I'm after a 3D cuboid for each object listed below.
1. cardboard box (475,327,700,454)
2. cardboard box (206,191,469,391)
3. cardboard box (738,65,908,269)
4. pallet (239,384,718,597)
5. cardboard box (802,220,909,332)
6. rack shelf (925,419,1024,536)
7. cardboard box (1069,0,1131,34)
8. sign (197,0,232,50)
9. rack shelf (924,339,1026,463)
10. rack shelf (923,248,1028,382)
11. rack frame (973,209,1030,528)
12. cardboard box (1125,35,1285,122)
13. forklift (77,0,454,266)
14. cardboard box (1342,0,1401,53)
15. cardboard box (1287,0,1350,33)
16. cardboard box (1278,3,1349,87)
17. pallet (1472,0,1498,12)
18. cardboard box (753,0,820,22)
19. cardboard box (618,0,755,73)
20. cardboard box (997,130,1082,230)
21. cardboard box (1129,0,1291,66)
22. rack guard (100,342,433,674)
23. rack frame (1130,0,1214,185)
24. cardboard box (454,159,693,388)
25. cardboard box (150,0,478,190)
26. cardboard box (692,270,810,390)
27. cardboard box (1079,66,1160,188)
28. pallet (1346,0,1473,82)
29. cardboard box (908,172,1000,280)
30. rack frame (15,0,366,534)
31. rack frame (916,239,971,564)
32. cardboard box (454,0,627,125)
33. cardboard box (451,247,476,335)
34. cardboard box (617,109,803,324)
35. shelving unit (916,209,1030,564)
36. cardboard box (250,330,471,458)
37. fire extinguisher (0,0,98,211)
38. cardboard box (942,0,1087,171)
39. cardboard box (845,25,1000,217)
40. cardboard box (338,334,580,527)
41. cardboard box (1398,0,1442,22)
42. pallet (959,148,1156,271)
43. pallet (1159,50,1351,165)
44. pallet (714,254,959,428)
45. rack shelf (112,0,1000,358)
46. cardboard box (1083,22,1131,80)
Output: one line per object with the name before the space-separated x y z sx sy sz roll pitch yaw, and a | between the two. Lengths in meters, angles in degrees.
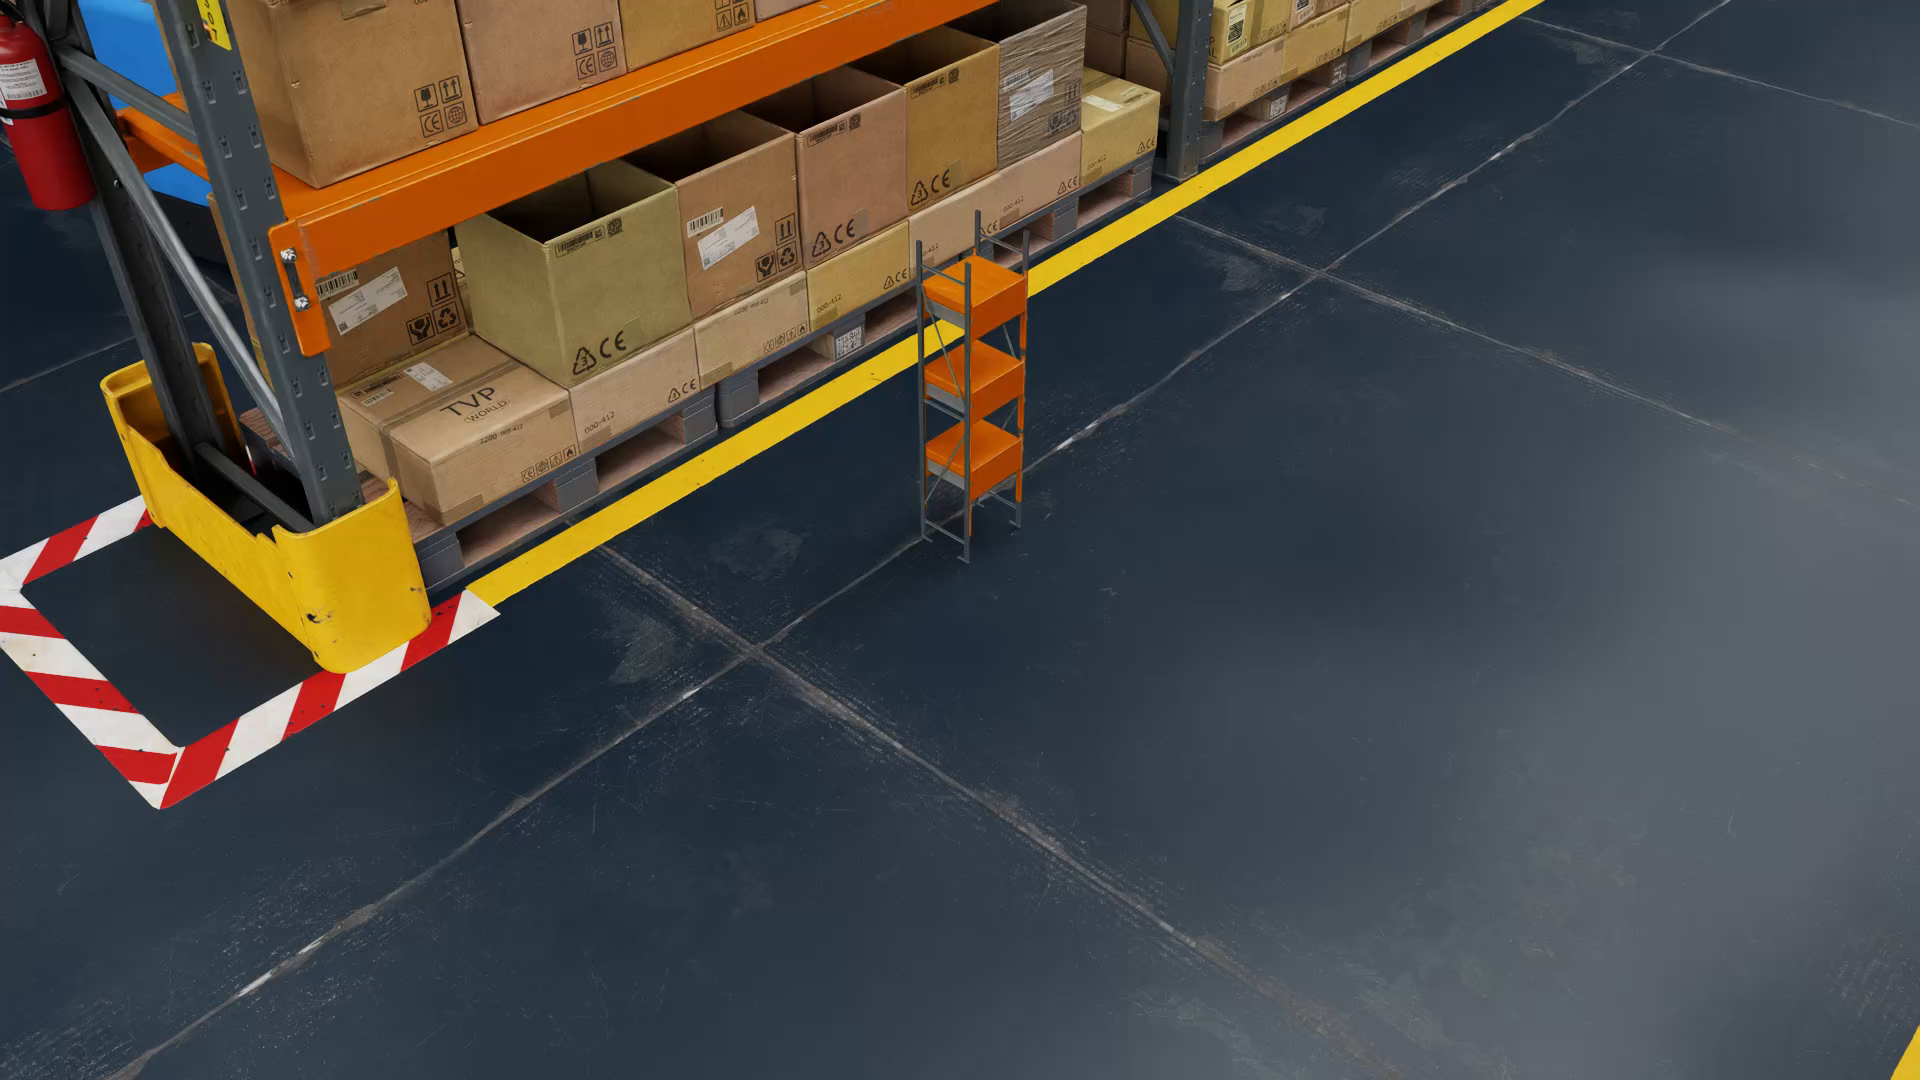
cardboard box | -1.212 -0.581 5.443 0.500 0.250 0.500 30 47 32
cardboard box | -1.931 -0.862 5.193 0.500 0.500 0.500 30 47 32
cardboard box | -0.533 -1.332 5.784 0.500 0.500 0.500 30 47 32
pallet | -1.588 -0.387 5.566 1.003 0.211 1.213 30 47 32
cardboard box | -0.534 -1.039 6.018 0.500 0.250 0.500 30 47 32
rack shelf | 0.036 -0.210 5.134 0.215 0.259 0.240 30 47 32
cardboard box | 0.687 -2.561 7.482 0.500 0.311 0.500 30 47 32
sign | -1.667 -1.243 3.644 0.100 0.325 0.005 30 47 32
rack shelf | 0.036 -0.427 4.961 0.215 0.259 0.240 30 47 32
rack shelf | 0.036 -0.649 4.784 0.215 0.259 0.240 30 47 32
rack frame | 0.118 -0.492 5.025 0.200 1.050 0.008 30 47 32
cardboard box | 1.081 -2.116 7.373 0.500 0.250 0.500 28 47 31
forklift | -2.130 -2.986 6.650 1.130 2.935 3.031 19 42 22
cardboard box | 1.774 -2.589 7.968 0.500 0.250 0.500 28 46 31
cardboard box | 1.430 -2.567 7.490 0.500 0.311 0.500 29 47 31
cardboard box | 1.427 -2.350 7.668 0.500 0.250 0.500 31 48 33
pallet | 2.740 -3.331 9.269 1.003 0.211 1.213 30 47 32
cardboard box | -0.706 -2.070 5.362 0.700 0.500 0.500 31 48 33
cardboard box | -1.059 -1.826 5.056 0.700 0.500 0.500 30 47 32
cardboard box | 0.130 -1.504 6.604 0.500 0.250 0.500 30 47 32
cardboard box | 1.088 -2.340 7.203 0.500 0.311 0.500 30 47 32
rack guard | -2.089 -0.120 4.999 1.175 0.500 0.348 30 47 32
rack frame | 0.626 -2.947 6.546 1.000 3.000 0.127 30 47 32
cardboard box | -1.211 -0.874 5.209 0.500 0.500 0.500 30 47 32
cardboard box | -1.748 -1.357 4.466 0.700 0.500 0.500 30 47 32
cardboard box | -0.875 -0.811 5.732 0.500 0.250 0.500 30 47 32
cardboard box | 0.474 -1.730 6.887 0.500 0.250 0.500 30 47 32
pallet | 1.917 -2.773 8.568 1.003 0.211 1.213 30 47 32
cardboard box | -0.197 -1.269 6.307 0.500 0.250 0.500 30 47 32
rack frame | -2.073 -1.109 4.235 1.000 3.000 0.127 30 47 32
rack frame | -0.046 -0.379 4.884 0.200 1.050 0.008 30 47 32
cardboard box | -1.398 -1.601 4.772 0.700 0.500 0.500 31 48 33
cardboard box | -1.601 -0.802 5.721 0.500 0.250 0.500 30 47 32
cardboard box | -0.883 -1.109 5.504 0.500 0.500 0.500 30 47 32
shelving unit | 0.036 -0.435 4.954 0.215 1.050 0.252 30 47 32
cardboard box | -1.929 -0.568 5.426 0.500 0.250 0.500 30 47 32
fire extinguisher | -2.496 -1.219 4.436 0.296 0.674 0.183 30 47 32
cardboard box | 0.128 -1.799 6.371 0.500 0.500 0.500 30 47 32
cardboard box | -0.206 -1.567 6.080 0.500 0.500 0.500 30 47 32
cardboard box | -1.547 -0.350 5.152 0.500 0.250 0.500 30 47 32
cardboard box | 2.118 -2.823 8.262 0.500 0.250 0.500 31 48 33
pallet | 0.058 -1.508 6.976 1.003 0.211 1.213 30 47 32
pallet | 1.094 -2.210 7.860 1.003 0.211 1.213 30 47 32
pallet | -0.765 -0.944 6.268 1.003 0.211 1.213 30 47 32
rack shelf | -0.724 -1.746 5.614 1.077 0.370 4.000 30 47 32
cardboard box | 0.691 -2.347 7.663 0.500 0.250 0.500 29 47 31
